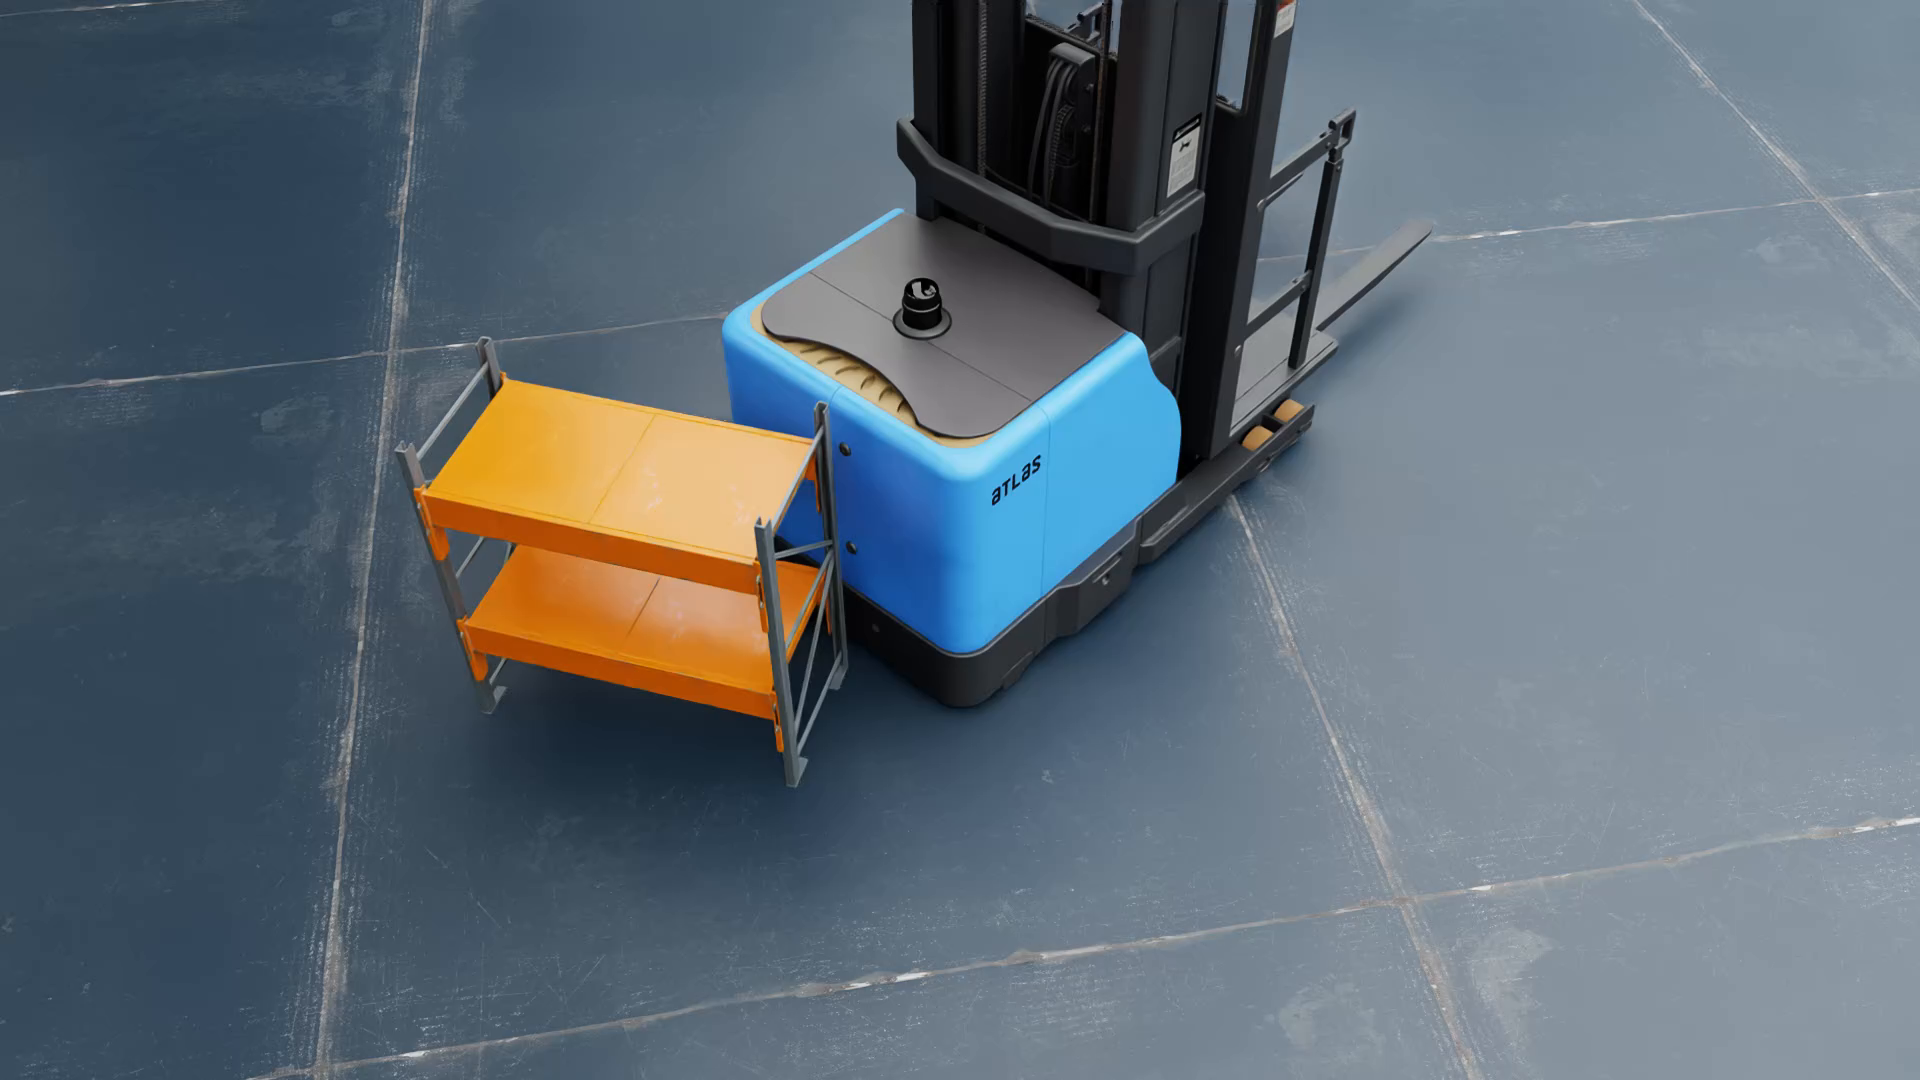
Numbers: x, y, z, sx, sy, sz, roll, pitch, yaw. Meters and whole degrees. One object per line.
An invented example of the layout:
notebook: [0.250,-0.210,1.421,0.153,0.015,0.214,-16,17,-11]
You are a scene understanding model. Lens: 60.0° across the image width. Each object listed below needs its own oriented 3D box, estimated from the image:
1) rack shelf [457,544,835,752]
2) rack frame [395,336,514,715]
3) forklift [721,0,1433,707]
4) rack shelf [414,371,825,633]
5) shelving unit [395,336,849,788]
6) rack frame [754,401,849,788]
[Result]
rack shelf: [-0.930,0.254,5.064,1.000,0.278,0.538,12,47,11]
rack frame: [-1.419,-0.017,4.985,0.032,1.125,0.500,12,47,11]
forklift: [0.637,-1.481,5.141,1.130,2.935,3.031,33,54,28]
rack shelf: [-0.930,-0.119,4.677,1.000,0.278,0.538,12,47,11]
shelving unit: [-0.930,0.084,4.888,1.048,1.125,0.538,12,47,11]
rack frame: [-0.442,0.185,4.791,0.032,1.125,0.500,12,47,11]
